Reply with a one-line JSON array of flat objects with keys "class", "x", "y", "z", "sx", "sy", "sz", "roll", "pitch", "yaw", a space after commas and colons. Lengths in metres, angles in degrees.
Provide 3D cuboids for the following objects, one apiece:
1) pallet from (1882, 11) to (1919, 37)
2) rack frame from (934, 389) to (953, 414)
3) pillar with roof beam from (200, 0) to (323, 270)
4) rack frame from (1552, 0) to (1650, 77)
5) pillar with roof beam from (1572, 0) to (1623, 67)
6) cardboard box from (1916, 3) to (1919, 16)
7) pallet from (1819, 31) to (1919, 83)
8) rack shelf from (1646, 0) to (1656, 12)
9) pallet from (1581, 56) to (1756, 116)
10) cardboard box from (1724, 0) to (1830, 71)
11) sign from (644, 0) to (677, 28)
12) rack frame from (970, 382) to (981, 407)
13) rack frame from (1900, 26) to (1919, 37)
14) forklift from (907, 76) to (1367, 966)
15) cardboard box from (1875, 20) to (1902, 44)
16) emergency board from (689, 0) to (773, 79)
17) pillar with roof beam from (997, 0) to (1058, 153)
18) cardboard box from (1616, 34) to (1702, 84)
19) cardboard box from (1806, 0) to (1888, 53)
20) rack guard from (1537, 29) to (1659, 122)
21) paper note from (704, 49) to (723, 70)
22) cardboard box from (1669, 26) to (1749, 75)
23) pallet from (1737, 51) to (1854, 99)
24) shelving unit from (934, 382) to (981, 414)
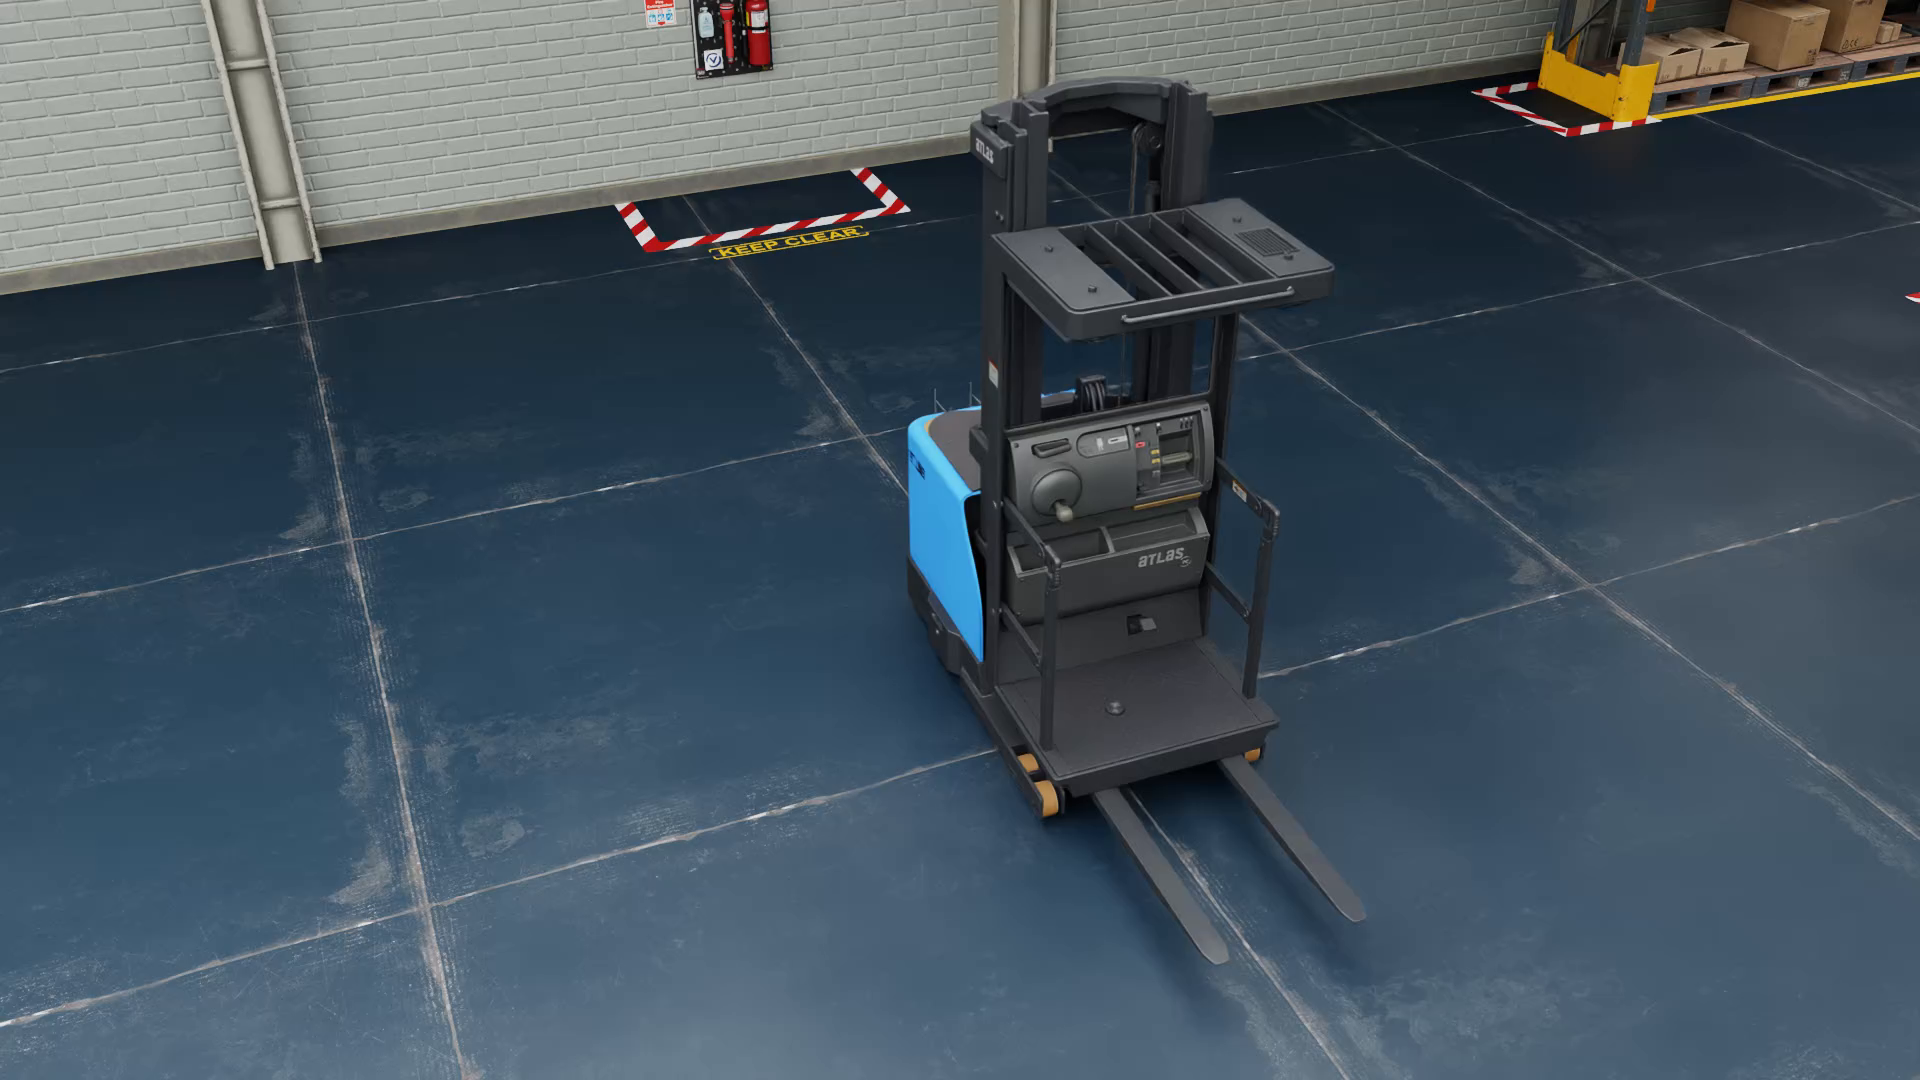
[{"class": "pallet", "x": 10.186, "y": -5.152, "z": 16.893, "sx": 1.213, "sy": 0.211, "sz": 1.003, "roll": -13, "pitch": 35, "yaw": -19}, {"class": "rack frame", "x": -0.086, "y": -0.357, "z": 8.892, "sx": 0.006, "sy": 0.900, "sz": 0.240, "roll": -13, "pitch": 35, "yaw": -19}, {"class": "pillar with roof beam", "x": -3.307, "y": -3.710, "z": 6.619, "sx": 0.400, "sy": 9.000, "sz": 9.100, "roll": -13, "pitch": 35, "yaw": -19}, {"class": "rack frame", "x": 5.780, "y": -5.311, "z": 14.581, "sx": 0.127, "sy": 3.000, "sz": 1.000, "roll": -13, "pitch": 35, "yaw": -19}, {"class": "pillar with roof beam", "x": 7.757, "y": -6.244, "z": 10.513, "sx": 0.400, "sy": 9.000, "sz": 9.100, "roll": -13, "pitch": 35, "yaw": -19}, {"class": "cardboard box", "x": 10.141, "y": -5.456, "z": 16.692, "sx": 0.500, "sy": 0.500, "sz": 0.700, "roll": -12, "pitch": 35, "yaw": -17}, {"class": "pallet", "x": 8.863, "y": -4.828, "z": 16.394, "sx": 1.213, "sy": 0.211, "sz": 1.003, "roll": -13, "pitch": 35, "yaw": -19}, {"class": "rack shelf", "x": 7.624, "y": -5.432, "z": 15.426, "sx": 4.000, "sy": 0.370, "sz": 1.077, "roll": -13, "pitch": 35, "yaw": -19}, {"class": "pallet", "x": 6.613, "y": -4.312, "z": 15.602, "sx": 1.213, "sy": 0.211, "sz": 1.003, "roll": -13, "pitch": 35, "yaw": -19}, {"class": "cardboard box", "x": 7.674, "y": -4.799, "z": 15.682, "sx": 0.500, "sy": 0.500, "sz": 0.700, "roll": -15, "pitch": 36, "yaw": -22}, {"class": "sign", "x": -2.284, "y": -4.075, "z": 12.648, "sx": 0.234, "sy": 0.329, "sz": 0.001, "roll": -13, "pitch": 35, "yaw": -19}, {"class": "rack frame", "x": 0.101, "y": -0.400, "z": 8.958, "sx": 0.006, "sy": 0.900, "sz": 0.240, "roll": -13, "pitch": 35, "yaw": -19}, {"class": "rack frame", "x": 9.468, "y": -6.156, "z": 15.879, "sx": 0.127, "sy": 3.000, "sz": 1.000, "roll": -13, "pitch": 35, "yaw": -19}, {"class": "forklift", "x": 0.733, "y": -0.269, "z": 6.894, "sx": 1.130, "sy": 2.935, "sz": 3.031, "roll": -12, "pitch": 35, "yaw": -18}, {"class": "cardboard box", "x": 8.987, "y": -5.025, "z": 16.335, "sx": 0.250, "sy": 0.166, "sz": 0.380, "roll": -18, "pitch": 37, "yaw": -25}, {"class": "emergency board", "x": -1.735, "y": -4.125, "z": 12.757, "sx": 0.643, "sy": 1.169, "sz": 0.194, "roll": -13, "pitch": 35, "yaw": -19}, {"class": "pillar with roof beam", "x": 2.225, "y": -4.977, "z": 8.566, "sx": 0.400, "sy": 9.000, "sz": 9.100, "roll": -13, "pitch": 35, "yaw": -19}, {"class": "cardboard box", "x": 6.453, "y": -4.470, "z": 15.349, "sx": 0.500, "sy": 0.311, "sz": 0.500, "roll": -17, "pitch": 37, "yaw": -24}, {"class": "cardboard box", "x": 8.527, "y": -5.053, "z": 16.073, "sx": 0.500, "sy": 0.500, "sz": 0.500, "roll": -16, "pitch": 36, "yaw": -22}, {"class": "rack guard", "x": 5.850, "y": -4.280, "z": 15.287, "sx": 0.348, "sy": 0.500, "sz": 1.175, "roll": -13, "pitch": 35, "yaw": -19}, {"class": "paper note", "x": -1.925, "y": -3.753, "z": 12.993, "sx": 0.142, "sy": 0.148, "sz": 0.016, "roll": -13, "pitch": 35, "yaw": -19}, {"class": "cardboard box", "x": 6.979, "y": -4.590, "z": 15.534, "sx": 0.500, "sy": 0.311, "sz": 0.500, "roll": -10, "pitch": 34, "yaw": -15}, {"class": "pallet", "x": 7.736, "y": -4.568, "z": 15.995, "sx": 1.213, "sy": 0.211, "sz": 1.003, "roll": -13, "pitch": 35, "yaw": -19}, {"class": "shelving unit", "x": 0.007, "y": -0.379, "z": 8.925, "sx": 0.210, "sy": 0.900, "sz": 0.258, "roll": -13, "pitch": 35, "yaw": -19}]
